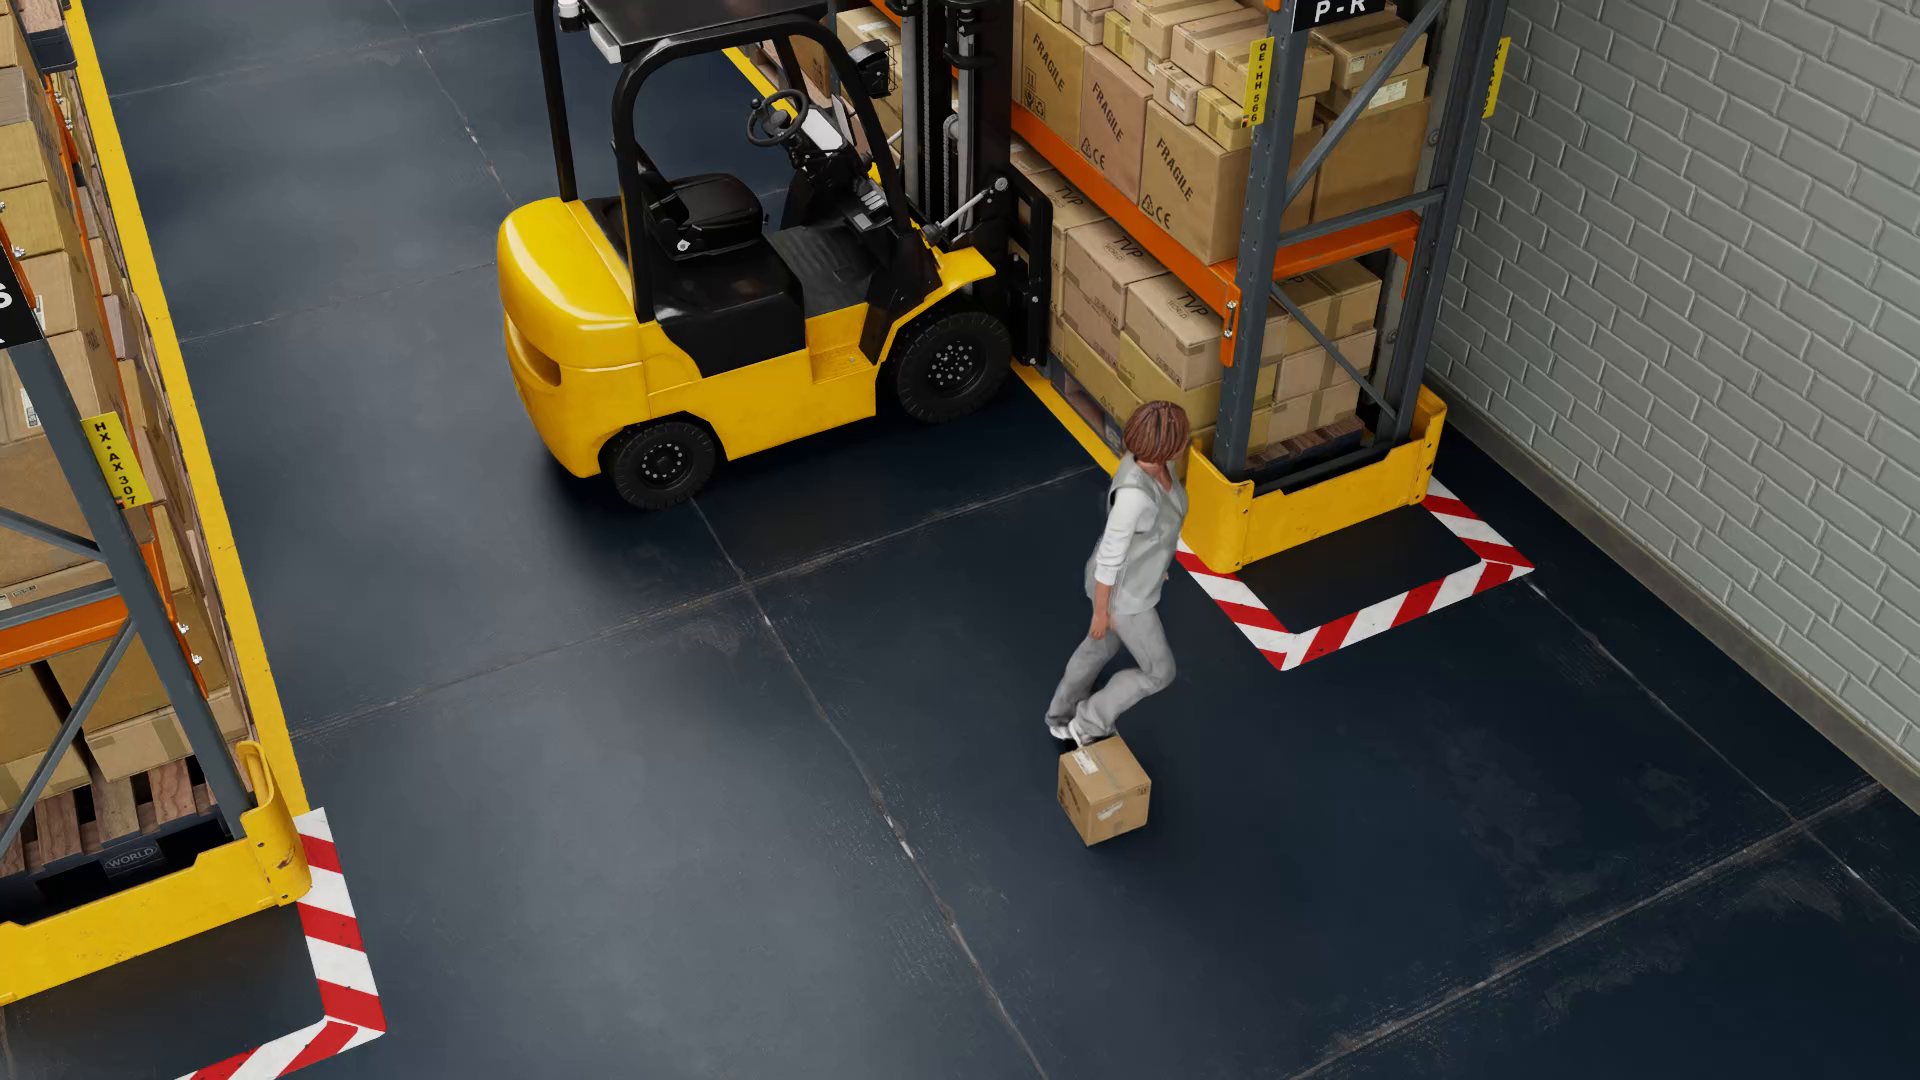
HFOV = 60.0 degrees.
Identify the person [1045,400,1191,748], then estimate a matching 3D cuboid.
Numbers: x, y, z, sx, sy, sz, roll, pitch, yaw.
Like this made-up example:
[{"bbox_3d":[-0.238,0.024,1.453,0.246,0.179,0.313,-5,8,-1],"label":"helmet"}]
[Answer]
[{"bbox_3d":[0.567,0.171,5.943,0.474,1.583,0.513,7,42,7],"label":"person"}]
